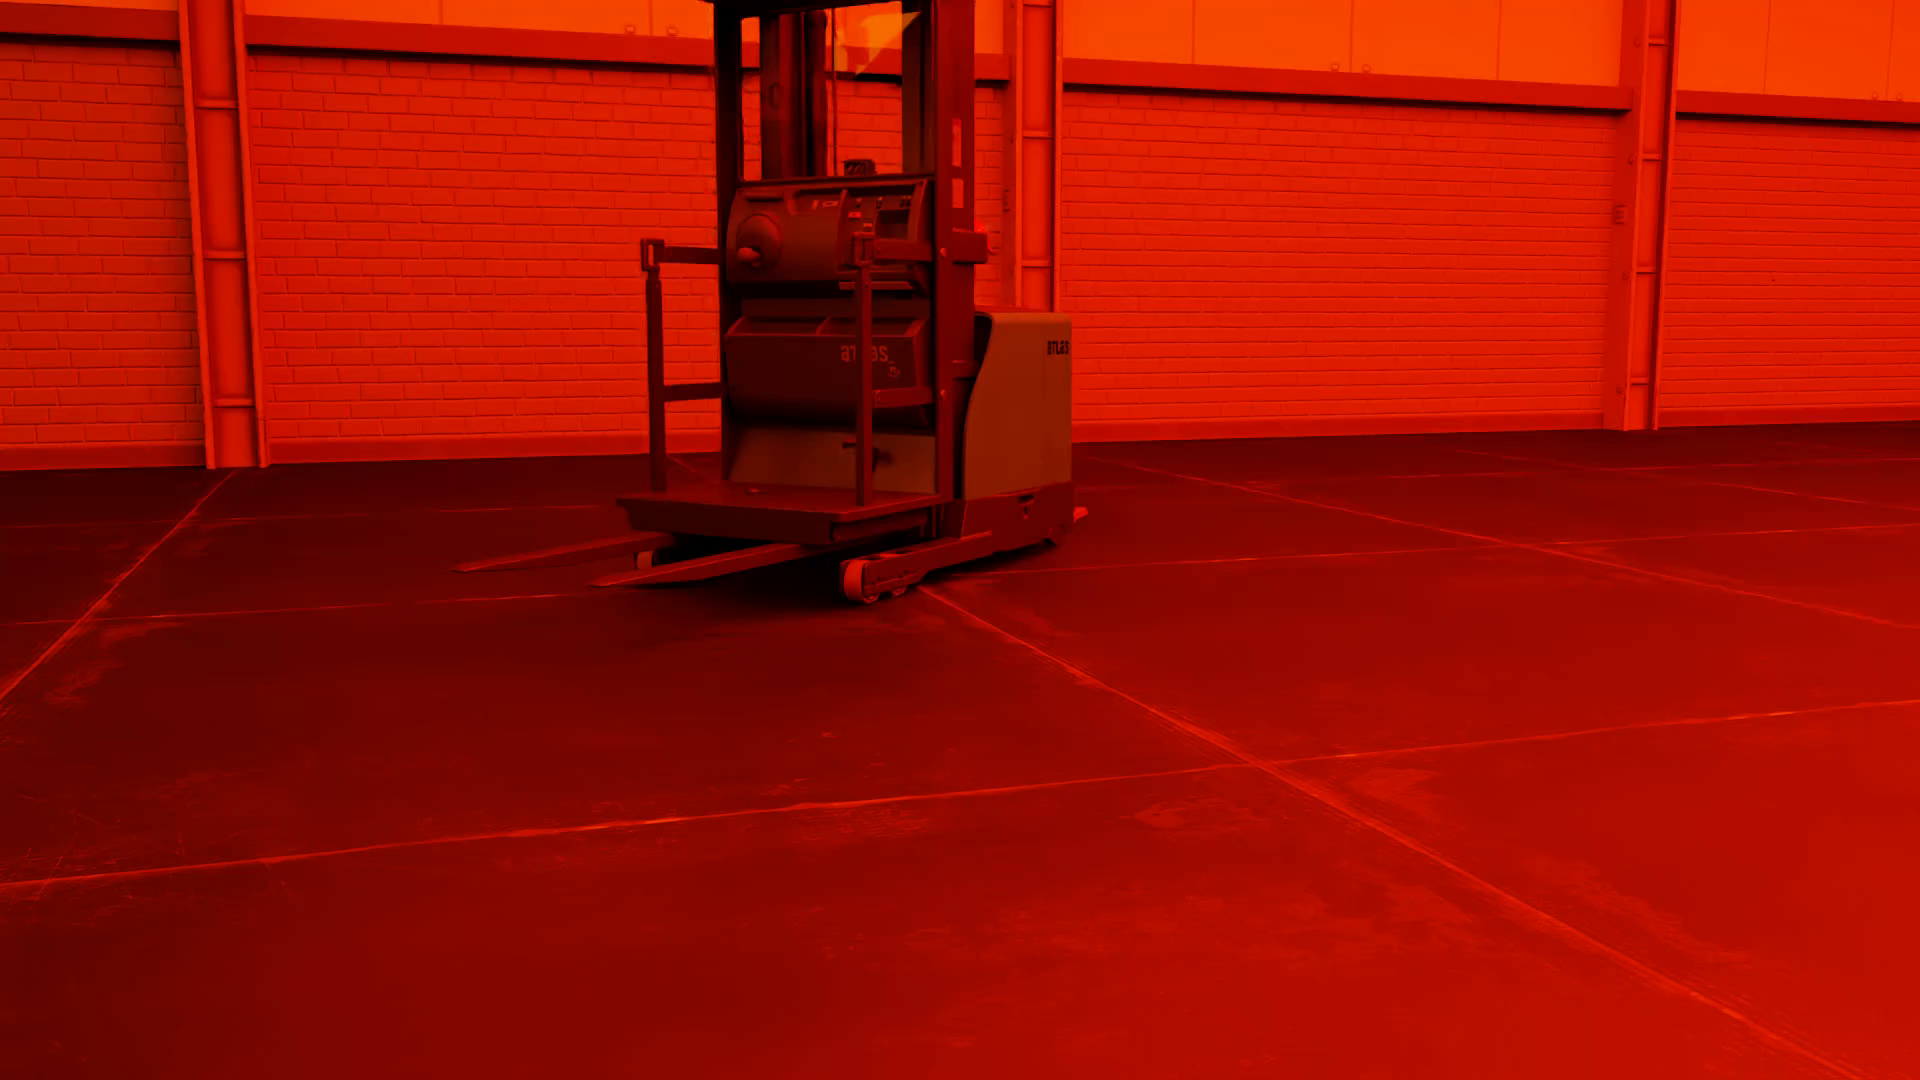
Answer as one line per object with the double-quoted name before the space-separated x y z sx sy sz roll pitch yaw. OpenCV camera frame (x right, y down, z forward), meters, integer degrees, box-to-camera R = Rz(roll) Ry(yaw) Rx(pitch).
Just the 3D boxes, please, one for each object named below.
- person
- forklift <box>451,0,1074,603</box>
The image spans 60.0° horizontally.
"person" 0.086 -0.940 8.953 0.968 1.560 1.239 -1 8 -11
"forklift" -0.649 -1.286 6.506 1.130 2.935 3.031 4 9 30
